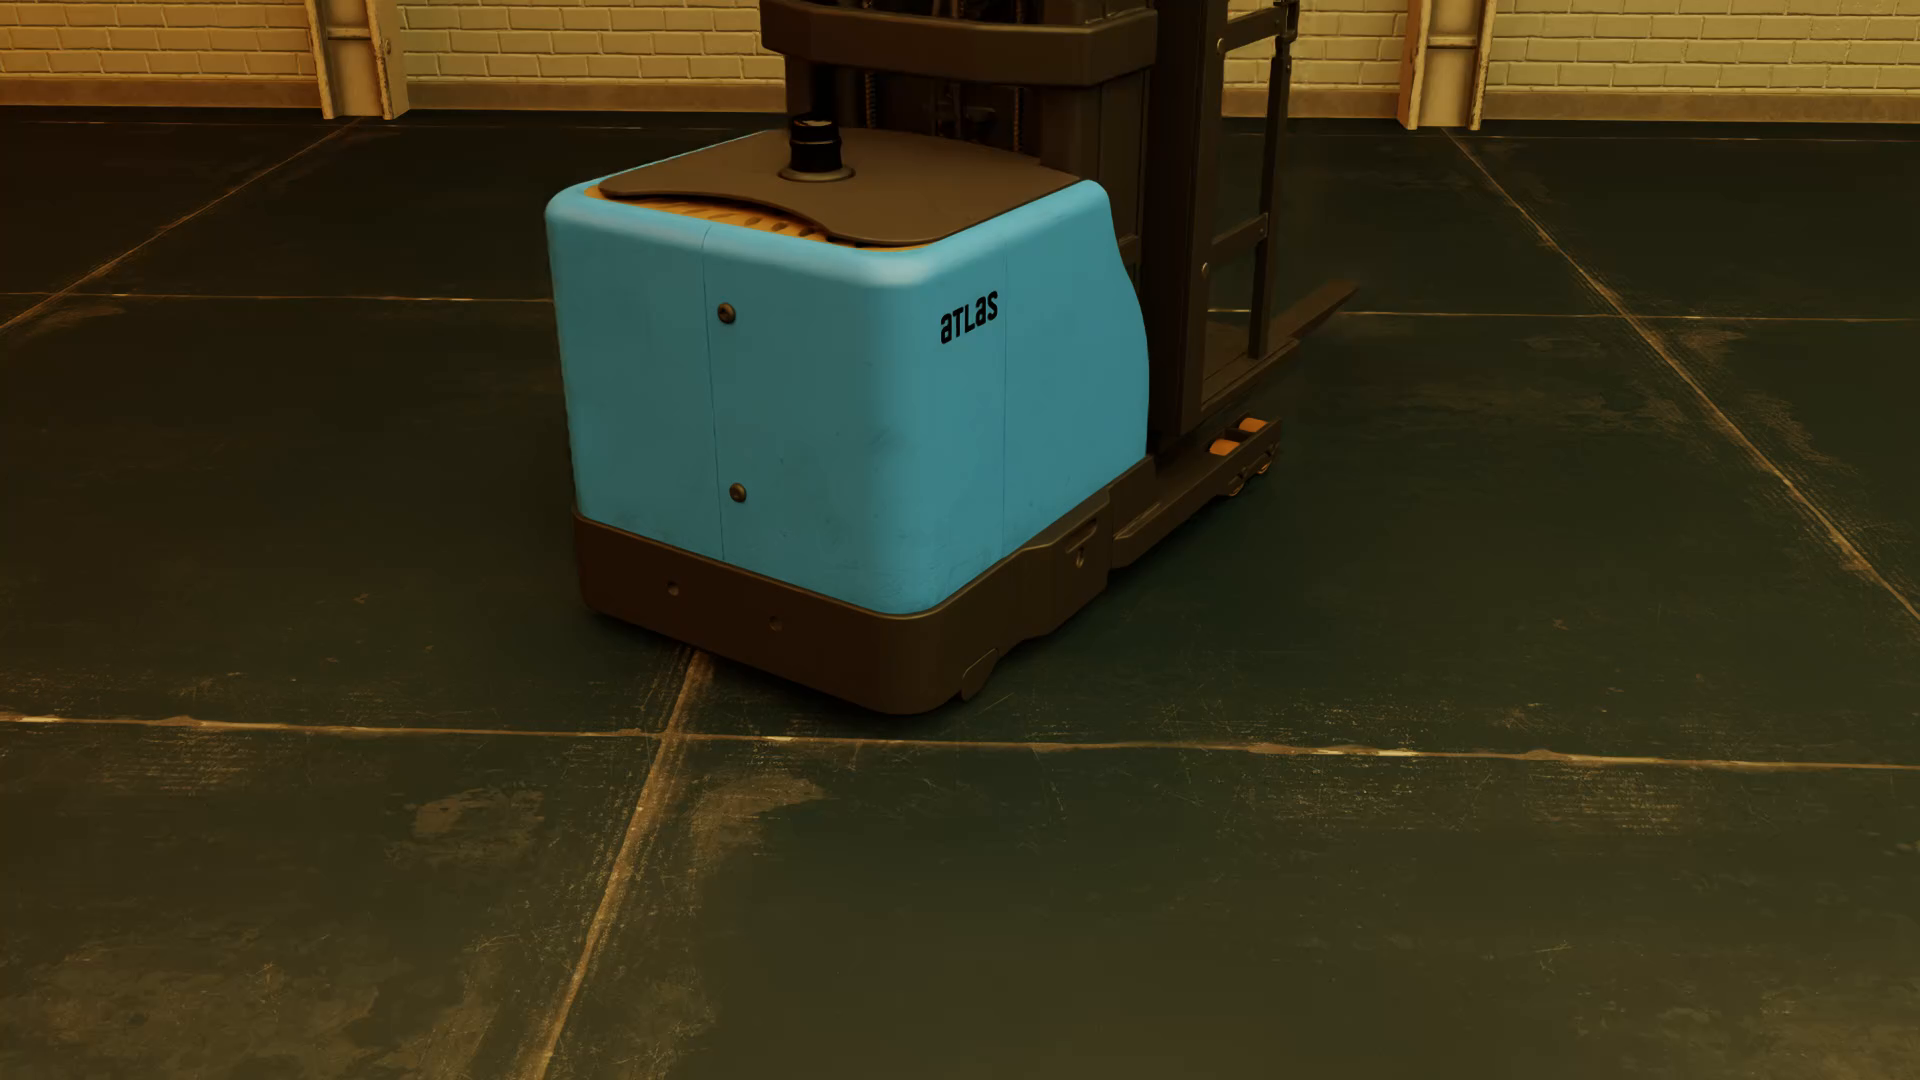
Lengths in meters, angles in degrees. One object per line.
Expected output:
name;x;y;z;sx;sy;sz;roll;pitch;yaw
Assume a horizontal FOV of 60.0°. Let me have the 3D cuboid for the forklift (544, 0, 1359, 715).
forklift;0.295;-1.540;4.331;1.130;2.935;3.031;16;31;29
